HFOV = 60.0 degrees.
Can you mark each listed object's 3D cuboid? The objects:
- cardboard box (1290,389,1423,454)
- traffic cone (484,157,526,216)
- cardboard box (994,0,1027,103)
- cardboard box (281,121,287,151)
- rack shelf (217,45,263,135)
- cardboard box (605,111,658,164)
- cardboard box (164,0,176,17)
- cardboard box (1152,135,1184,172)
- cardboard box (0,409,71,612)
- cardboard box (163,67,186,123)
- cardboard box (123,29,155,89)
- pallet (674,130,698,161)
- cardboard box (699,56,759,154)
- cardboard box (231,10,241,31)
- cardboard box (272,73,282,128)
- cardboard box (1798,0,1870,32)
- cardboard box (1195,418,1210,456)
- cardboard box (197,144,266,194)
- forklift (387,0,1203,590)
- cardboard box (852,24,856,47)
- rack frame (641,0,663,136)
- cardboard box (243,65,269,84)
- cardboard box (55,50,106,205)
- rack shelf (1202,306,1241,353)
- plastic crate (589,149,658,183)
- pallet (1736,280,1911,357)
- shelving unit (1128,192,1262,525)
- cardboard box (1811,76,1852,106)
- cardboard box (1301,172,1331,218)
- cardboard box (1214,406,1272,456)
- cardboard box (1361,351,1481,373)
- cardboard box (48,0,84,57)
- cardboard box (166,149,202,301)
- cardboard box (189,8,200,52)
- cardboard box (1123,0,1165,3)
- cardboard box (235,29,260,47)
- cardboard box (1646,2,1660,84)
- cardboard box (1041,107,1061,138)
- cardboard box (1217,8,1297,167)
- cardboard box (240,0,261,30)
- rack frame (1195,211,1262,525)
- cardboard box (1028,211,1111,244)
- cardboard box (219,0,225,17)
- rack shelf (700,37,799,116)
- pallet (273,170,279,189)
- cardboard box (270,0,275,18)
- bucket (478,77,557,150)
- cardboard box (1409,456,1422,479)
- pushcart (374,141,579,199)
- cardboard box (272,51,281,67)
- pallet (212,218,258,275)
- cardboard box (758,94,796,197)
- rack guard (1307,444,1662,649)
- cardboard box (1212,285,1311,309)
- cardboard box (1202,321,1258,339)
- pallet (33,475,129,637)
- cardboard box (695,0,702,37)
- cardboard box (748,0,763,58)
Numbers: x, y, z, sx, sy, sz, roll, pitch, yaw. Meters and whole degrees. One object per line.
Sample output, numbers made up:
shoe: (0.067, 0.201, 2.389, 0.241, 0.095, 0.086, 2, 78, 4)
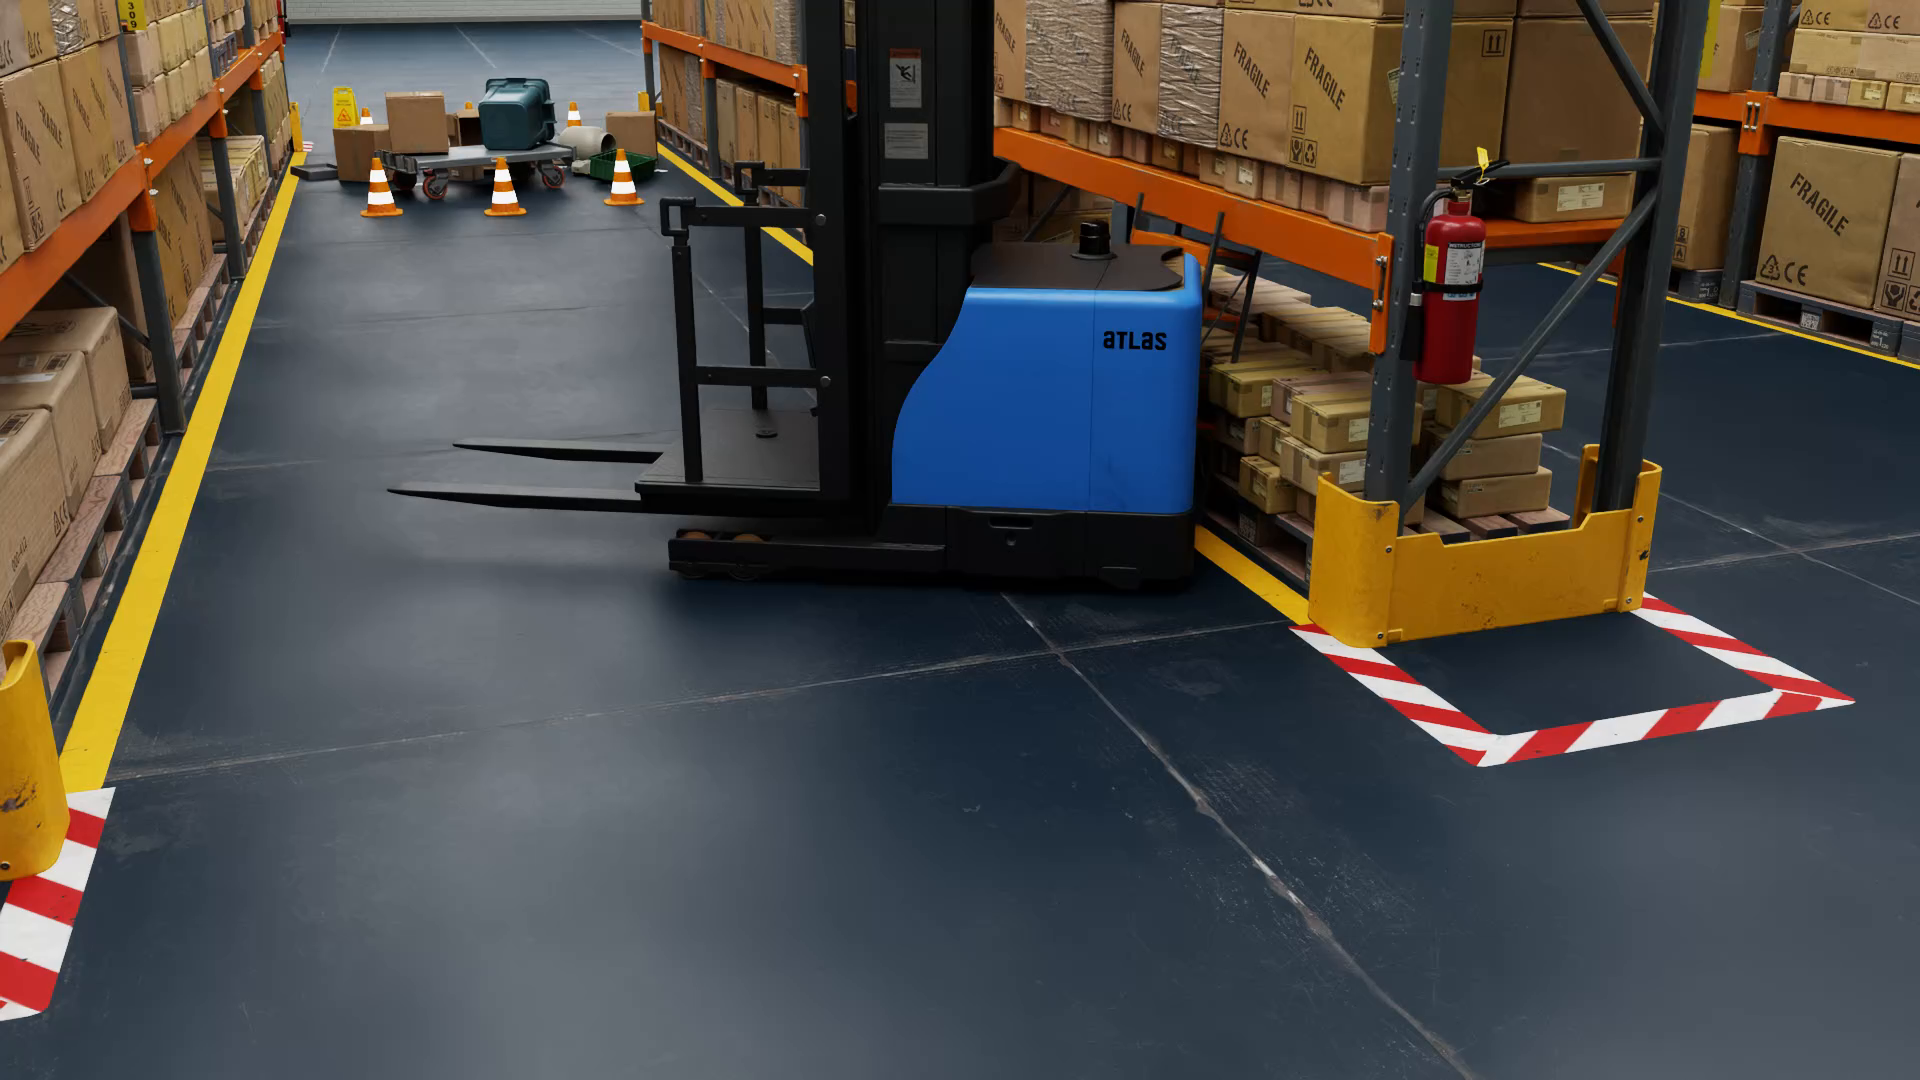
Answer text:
cardboard box: (1.397, -0.423, 5.872, 0.380, 0.149, 0.250, -6, 21, -17)
traffic cone: (-3.876, -3.007, 14.102, 0.336, 0.463, 0.334, -6, 21, -17)
cardboard box: (0.463, -2.429, 8.153, 0.500, 0.500, 0.500, -7, 21, -18)
cardboard box: (-7.058, -4.058, 16.724, 0.500, 0.250, 0.500, -7, 21, -19)
rack shelf: (-6.007, -3.456, 12.665, 1.077, 0.370, 4.000, -6, 21, -17)
cardboard box: (-3.430, -4.209, 17.391, 0.500, 0.500, 0.500, -3, 20, -8)
cardboard box: (-4.496, -3.045, 8.830, 0.500, 0.500, 0.500, -7, 21, -18)
cardboard box: (1.013, -1.606, 6.823, 0.380, 0.149, 0.250, -6, 21, -16)
cardboard box: (-3.462, -0.071, 5.347, 0.875, 0.438, 0.875, -6, 21, -16)
cardboard box: (-4.319, -2.300, 8.604, 0.500, 0.250, 0.500, -7, 21, -18)
cardboard box: (-3.992, -2.205, 7.600, 0.500, 0.250, 0.500, -7, 21, -19)
pallet: (-2.520, -4.327, 18.151, 1.003, 0.211, 1.213, -6, 21, -17)
cardboard box: (-2.099, -4.402, 16.756, 0.875, 0.875, 0.875, -6, 21, -16)
cardboard box: (-5.947, -4.133, 13.237, 0.380, 0.149, 0.250, -6, 21, -17)
cardboard box: (-6.905, -4.248, 16.143, 0.500, 0.500, 0.500, -5, 20, -14)
cardboard box: (5.195, -3.164, 9.459, 0.500, 0.500, 0.500, -6, 21, -17)
cardboard box: (1.032, -0.465, 6.871, 0.380, 0.149, 0.250, -7, 21, -20)
cardboard box: (-6.239, -2.999, 13.595, 0.950, 0.372, 0.625, -5, 20, -14)
forklift: (-0.625, -1.406, 5.995, 3.031, 2.935, 1.130, 2, 20, 7)
cardboard box: (-0.506, -3.366, 11.102, 0.380, 0.149, 0.250, -5, 20, -15)
rack frame: (-3.225, -6.278, 19.459, 1.000, 3.000, 0.127, -6, 21, -17)
cardboard box: (-6.547, -4.263, 15.224, 0.380, 0.149, 0.250, -6, 21, -16)
cardboard box: (-3.394, -1.470, 5.925, 0.500, 0.500, 0.500, -7, 21, -18)
rack shelf: (0.849, -0.858, 6.470, 0.258, 0.148, 0.480, 1, 18, -33)
plastic crate: (-3.266, -3.615, 16.118, 0.450, 0.188, 0.662, 13, 22, 7)
pallet: (5.451, -1.357, 9.883, 1.003, 0.211, 1.213, -6, 21, -17)
shelving unit: (0.821, -0.709, 6.510, 0.258, 1.200, 0.503, 1, 18, -33)
cardboard box: (5.146, -2.589, 9.560, 0.380, 0.149, 0.250, -7, 21, -19)
cardboard box: (1.390, -1.184, 5.647, 0.380, 0.149, 0.250, -6, 21, -17)
cardboard box: (1.202, -0.445, 6.375, 0.380, 0.149, 0.250, -7, 21, -19)
cardboard box: (1.803, -0.654, 6.517, 0.380, 0.149, 0.250, -6, 21, -17)
cardboard box: (-3.390, -1.939, 5.750, 0.500, 0.500, 0.500, -6, 21, -16)
cardboard box: (-4.964, -1.833, 9.605, 0.875, 0.875, 0.875, -6, 21, -17)
cardboard box: (-4.820, -3.025, 9.883, 0.500, 0.250, 0.500, -7, 21, -19)
cardboard box: (0.923, -2.420, 6.649, 0.500, 0.500, 0.500, -7, 21, -19)
cardboard box: (-6.430, -4.453, 14.749, 0.380, 0.149, 0.250, -6, 21, -17)
cardboard box: (4.731, -3.250, 10.879, 0.500, 0.500, 0.500, -6, 21, -16)
cardboard box: (0.610, -2.029, 7.999, 0.380, 0.149, 0.250, -7, 21, -20)
cardboard box: (1.261, -1.614, 5.884, 0.500, 0.500, 0.500, -7, 21, -18)
cardboard box: (-6.509, -4.794, 14.739, 0.500, 0.500, 0.500, -6, 21, -17)
rack frame: (0.947, -0.633, 6.315, 0.240, 1.200, 0.015, 1, 18, -33)
cardboard box: (0.566, -1.714, 9.828, 0.500, 0.500, 0.500, -6, 20, -15)
cardboard box: (-5.644, -4.043, 12.025, 0.500, 0.500, 0.500, -6, 21, -16)
rack shelf: (-1.340, -4.014, 14.220, 1.077, 0.370, 4.000, -6, 21, -17)
pallet: (-6.880, -3.336, 15.392, 1.003, 0.211, 1.213, -6, 21, -17)
cardboard box: (-7.308, -5.601, 16.985, 0.500, 0.500, 0.500, -6, 21, -17)
bucket: (-4.200, -3.968, 15.621, 0.726, 0.611, 0.620, 1, 30, 2)
cardboard box: (1.783, -0.277, 6.347, 0.380, 0.149, 0.250, -6, 21, -17)
pushcart: (-4.487, -3.461, 15.493, 1.648, 0.377, 0.936, -15, 25, -36)
cardboard box: (-7.214, -4.942, 17.115, 0.380, 0.149, 0.250, -6, 21, -16)
pallet: (-5.623, -2.091, 11.927, 1.003, 0.211, 1.213, -6, 21, -17)
cardboard box: (-1.095, -3.335, 13.971, 1.050, 0.750, 0.750, -6, 21, -16)
rack guard: (1.780, 0.008, 5.654, 1.175, 0.500, 0.348, -6, 21, -17)
cardboard box: (1.385, -1.066, 7.664, 0.380, 0.149, 0.250, -7, 21, -19)
cardboard box: (1.034, -0.846, 7.049, 0.380, 0.149, 0.250, -7, 21, -19)
pallet: (-3.569, 0.088, 5.860, 1.003, 0.211, 1.213, -6, 21, -17)
cardboard box: (-2.095, -5.182, 16.186, 0.875, 0.550, 0.550, -6, 21, -17)
cardboard box: (-1.420, -4.195, 13.510, 0.500, 0.500, 0.500, -7, 21, -18)
